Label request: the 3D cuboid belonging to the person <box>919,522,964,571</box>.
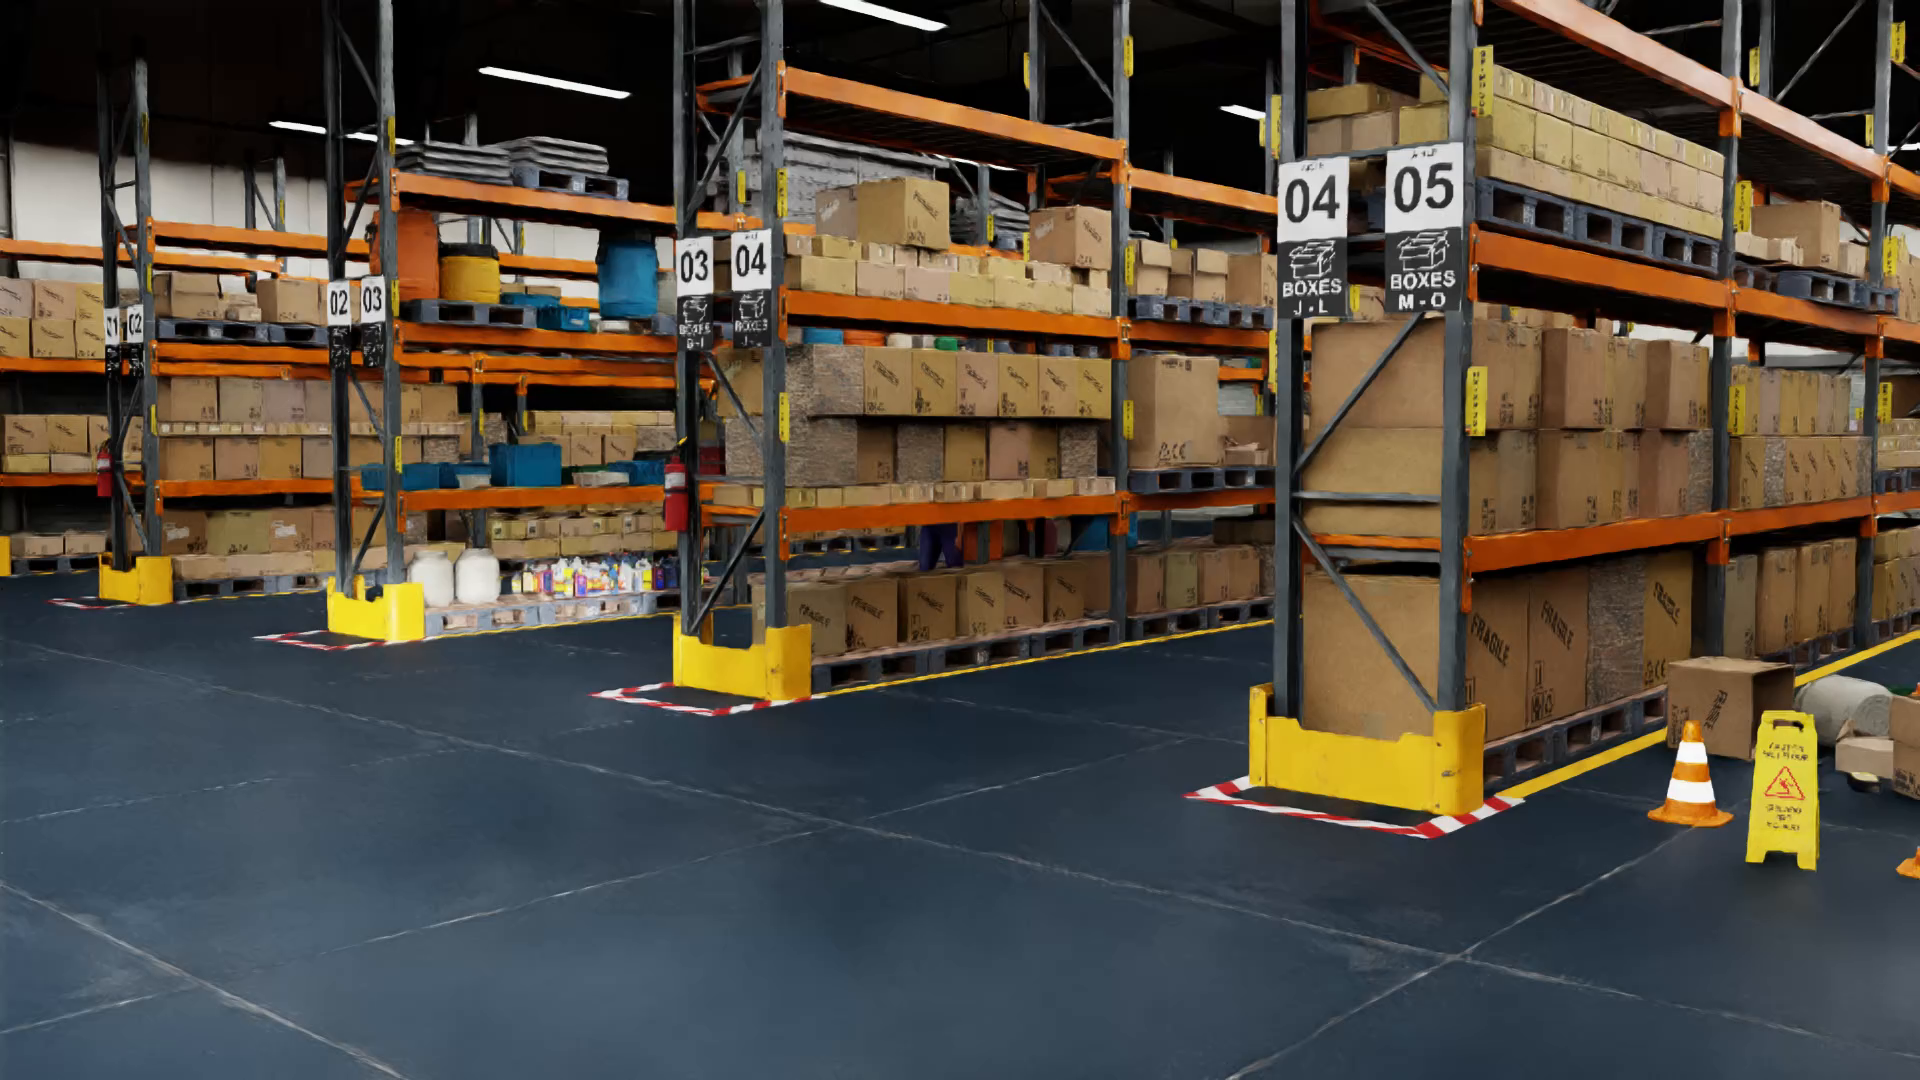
[{"bbox_3d":[-0.166,-0.033,16.056,0.494,1.628,0.817,2,4,27],"label":"person"}]
